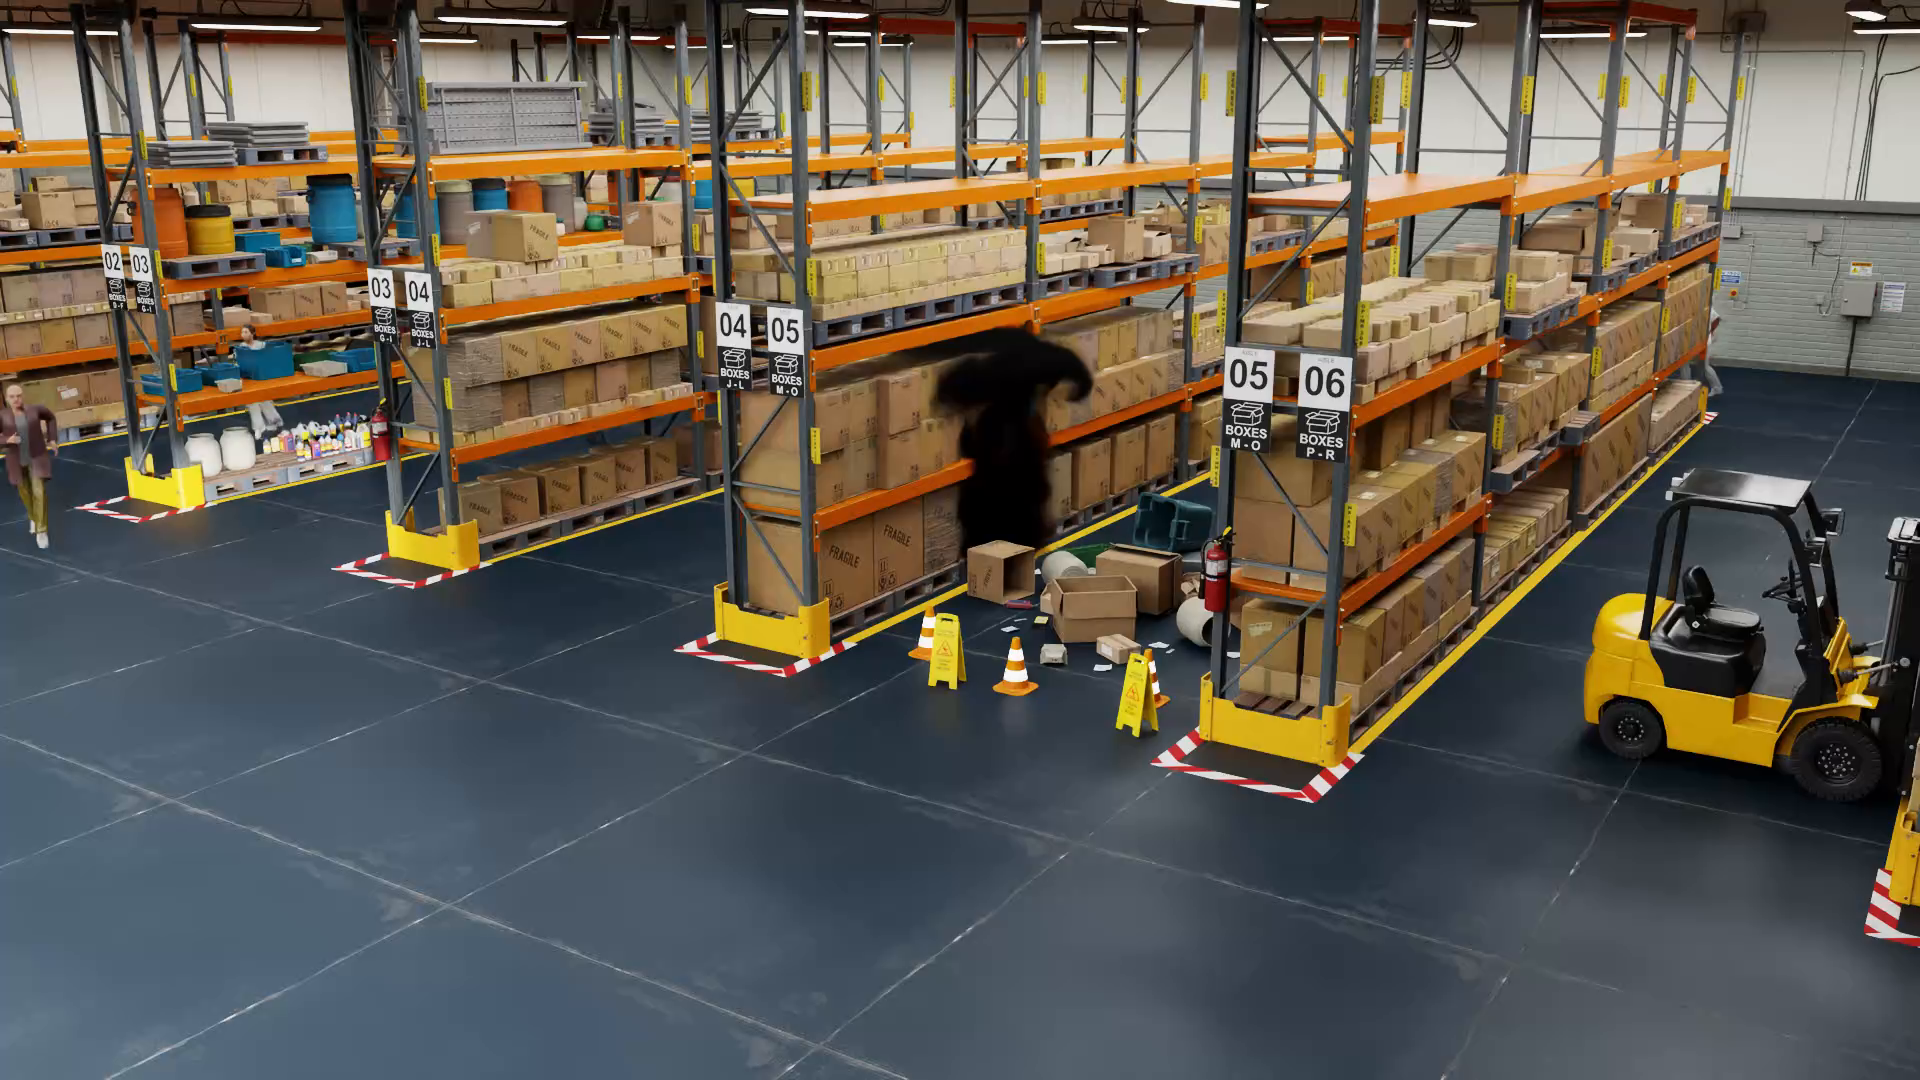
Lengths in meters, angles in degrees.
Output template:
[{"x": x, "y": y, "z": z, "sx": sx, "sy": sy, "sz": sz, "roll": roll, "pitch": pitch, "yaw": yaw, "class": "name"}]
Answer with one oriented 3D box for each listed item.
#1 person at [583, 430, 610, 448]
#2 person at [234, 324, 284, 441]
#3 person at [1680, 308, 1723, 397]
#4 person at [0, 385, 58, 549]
[{"x": -5.072, "y": -1.878, "z": 22.704, "sx": 0.654, "sy": 1.786, "sz": 0.812, "roll": 10, "pitch": 19, "yaw": 33, "class": "person"}, {"x": -10.368, "y": -2.338, "z": 24.518, "sx": 0.504, "sy": 1.713, "sz": 0.818, "roll": 8, "pitch": 17, "yaw": 26, "class": "person"}, {"x": 12.208, "y": -3.203, "z": 27.444, "sx": 0.855, "sy": 1.826, "sz": 0.687, "roll": 6, "pitch": 17, "yaw": 20, "class": "person"}, {"x": -10.649, "y": -0.877, "z": 18.964, "sx": 0.680, "sy": 1.817, "sz": 0.976, "roll": -6, "pitch": 17, "yaw": -21, "class": "person"}]
